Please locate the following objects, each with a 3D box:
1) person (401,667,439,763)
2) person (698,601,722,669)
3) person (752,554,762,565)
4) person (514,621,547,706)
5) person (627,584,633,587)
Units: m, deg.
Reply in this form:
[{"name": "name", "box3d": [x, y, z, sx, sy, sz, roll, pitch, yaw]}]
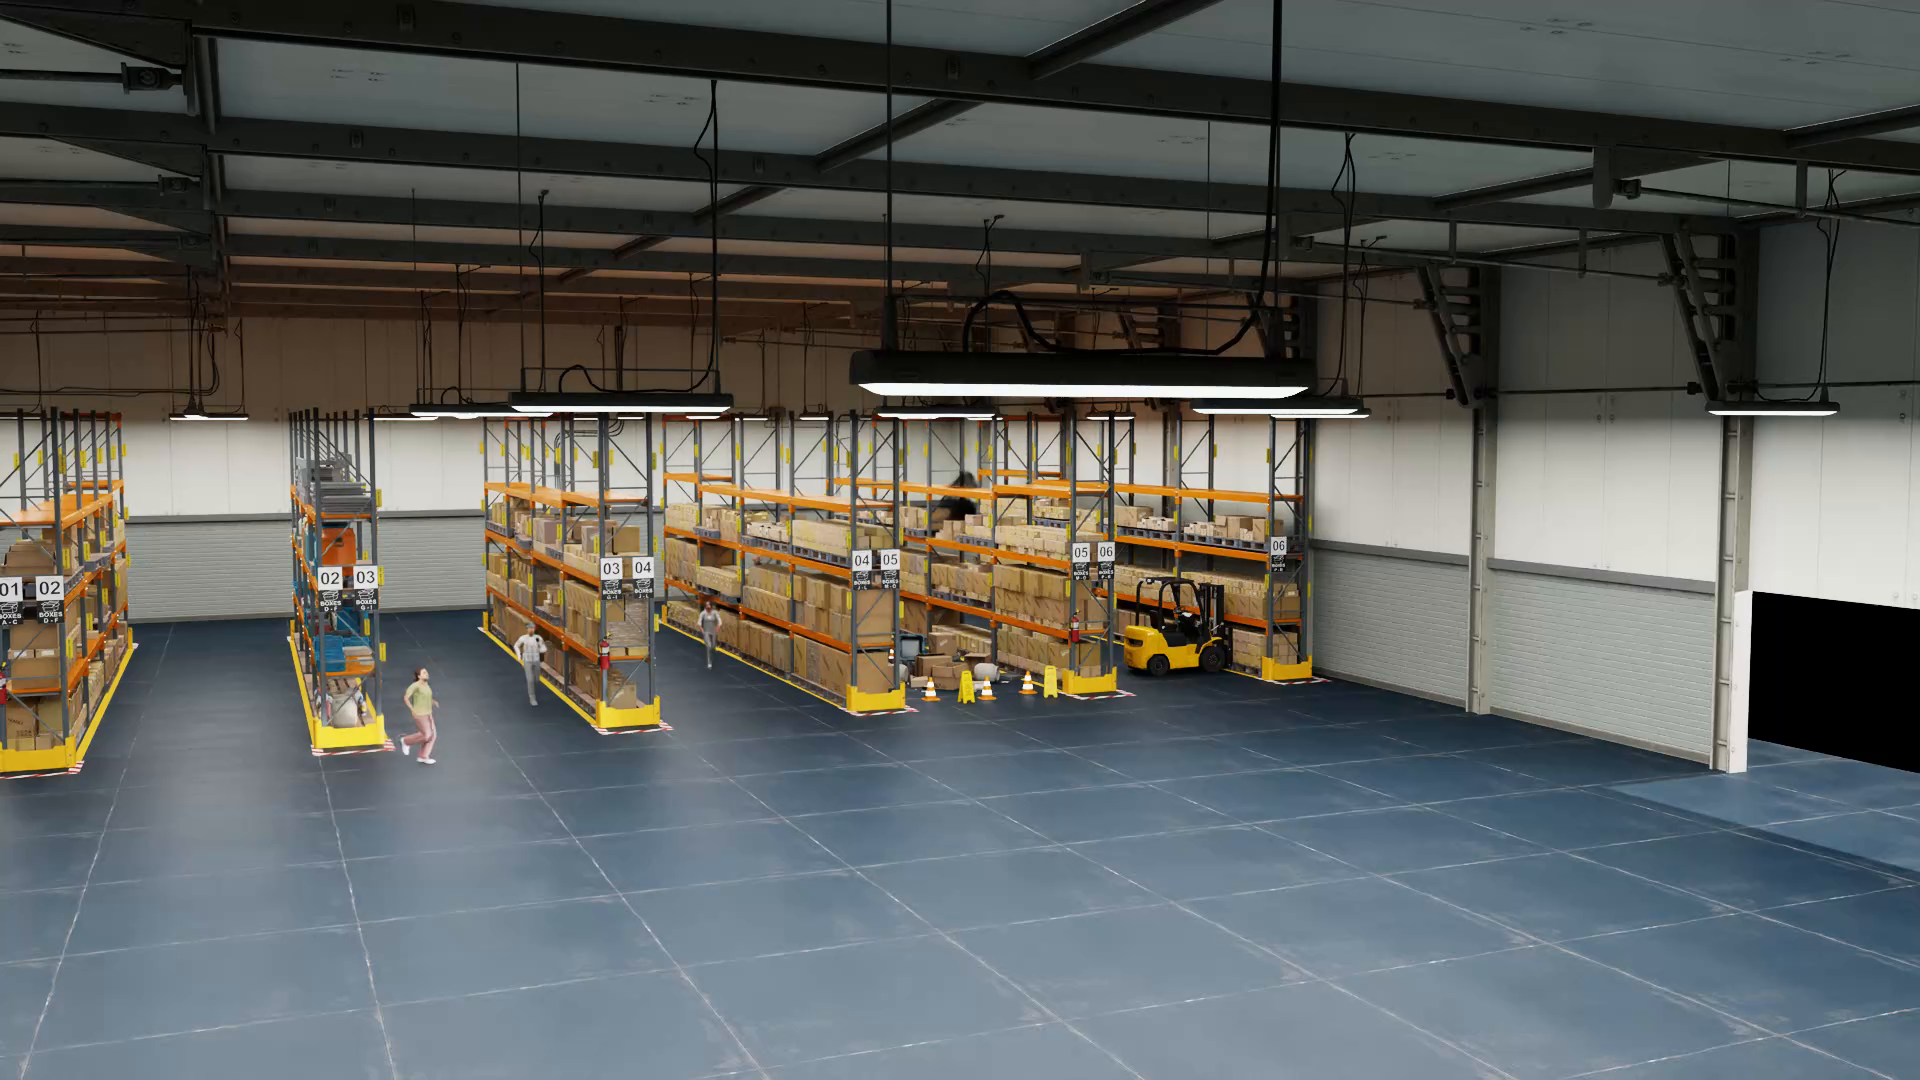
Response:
[{"name": "person", "box3d": [-9.122, 2.953, 28.085, 0.588, 1.632, 0.597, 1, 4, 16]}, {"name": "person", "box3d": [-5.881, 2.209, 39.083, 0.555, 1.602, 0.659, -1, 4, -12]}, {"name": "person", "box3d": [-6.046, 1.307, 50.381, 0.922, 1.822, 0.700, -1, 4, -18]}, {"name": "person", "box3d": [-8.744, 2.483, 33.922, 0.614, 1.676, 0.937, -2, 5, -28]}, {"name": "person", "box3d": [-9.333, 1.634, 46.587, 0.701, 1.604, 0.680, -1, 4, -13]}]
